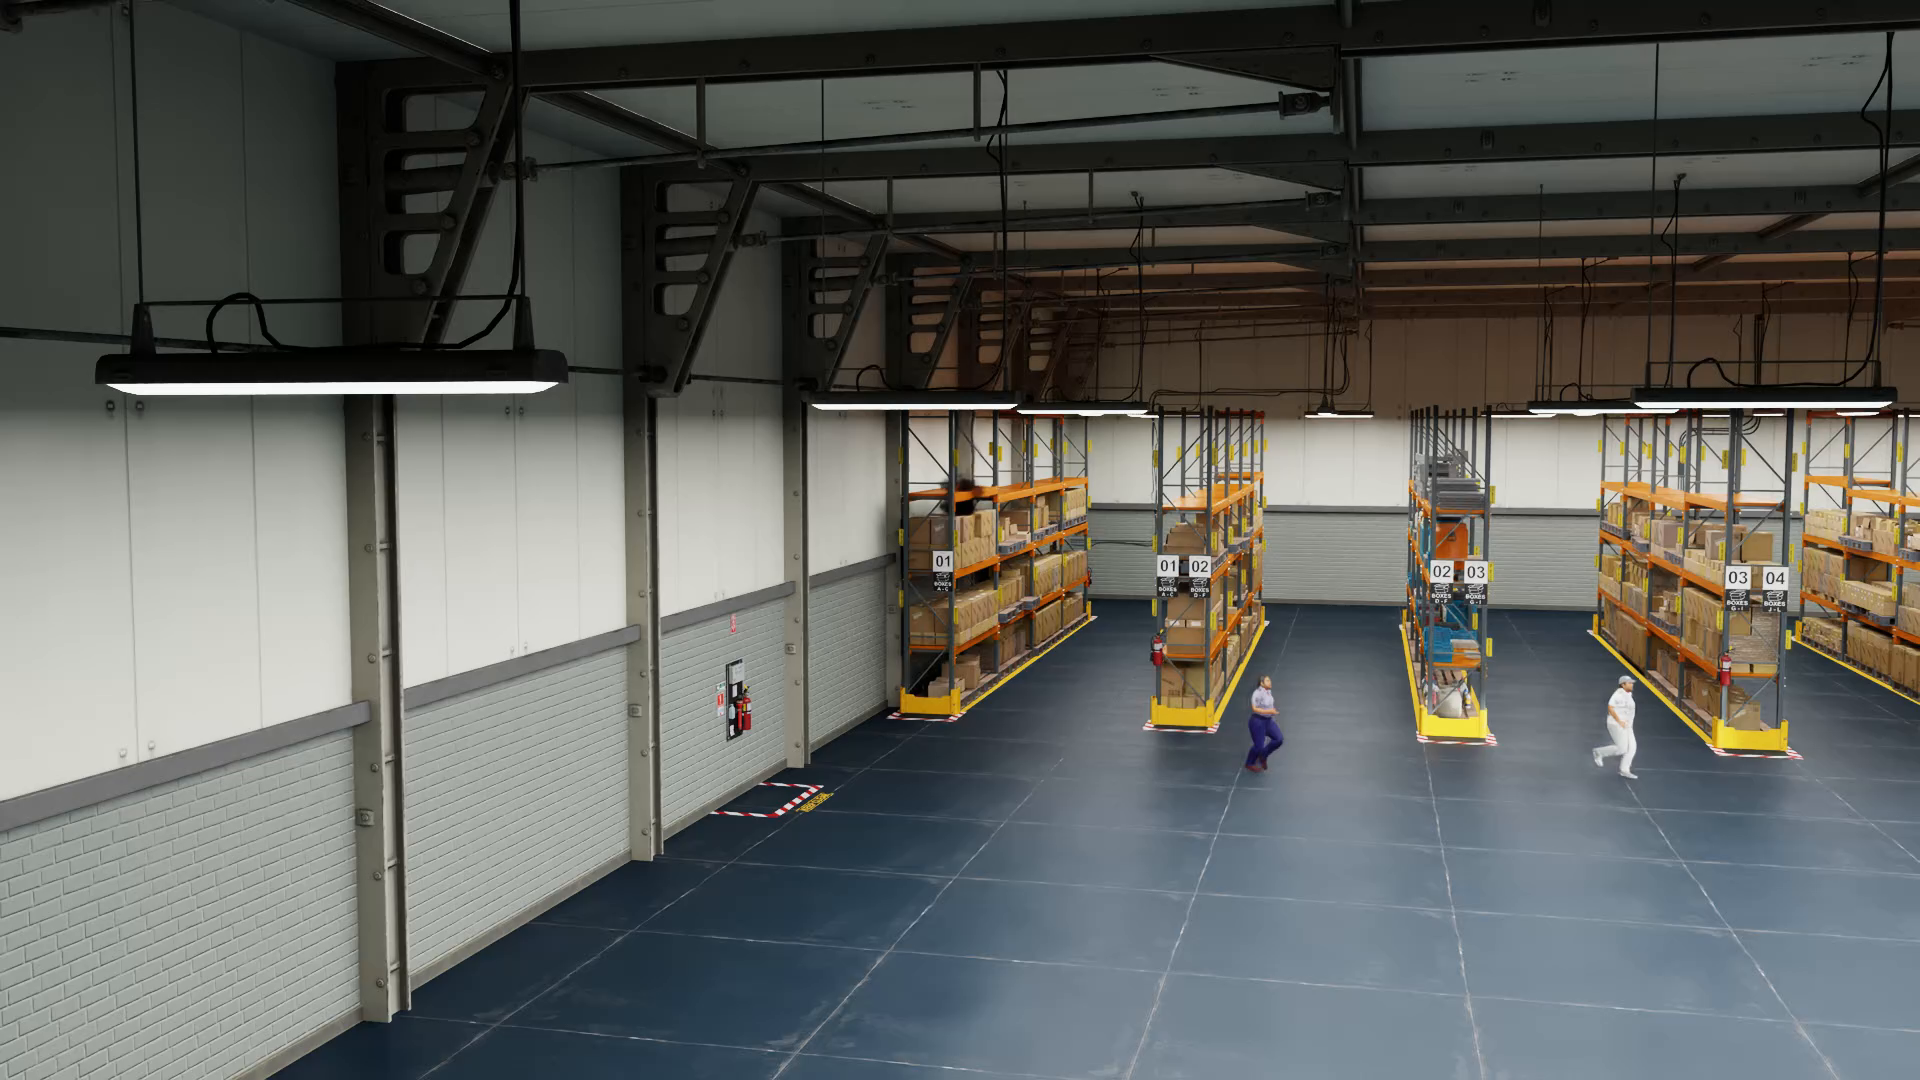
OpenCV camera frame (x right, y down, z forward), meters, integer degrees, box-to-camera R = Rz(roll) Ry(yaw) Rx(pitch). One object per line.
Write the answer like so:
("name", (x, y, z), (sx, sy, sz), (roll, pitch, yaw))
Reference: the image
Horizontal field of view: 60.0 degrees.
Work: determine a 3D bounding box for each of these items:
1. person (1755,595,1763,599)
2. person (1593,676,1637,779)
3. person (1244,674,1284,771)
("person", (20.464, 1.872, 42.560), (0.496, 1.608, 0.752), (2, 4, 22))
("person", (10.626, 2.996, 26.869), (0.701, 1.644, 0.628), (3, 5, 40))
("person", (4.913, 2.972, 27.004), (0.645, 1.602, 0.599), (3, 5, 39))
